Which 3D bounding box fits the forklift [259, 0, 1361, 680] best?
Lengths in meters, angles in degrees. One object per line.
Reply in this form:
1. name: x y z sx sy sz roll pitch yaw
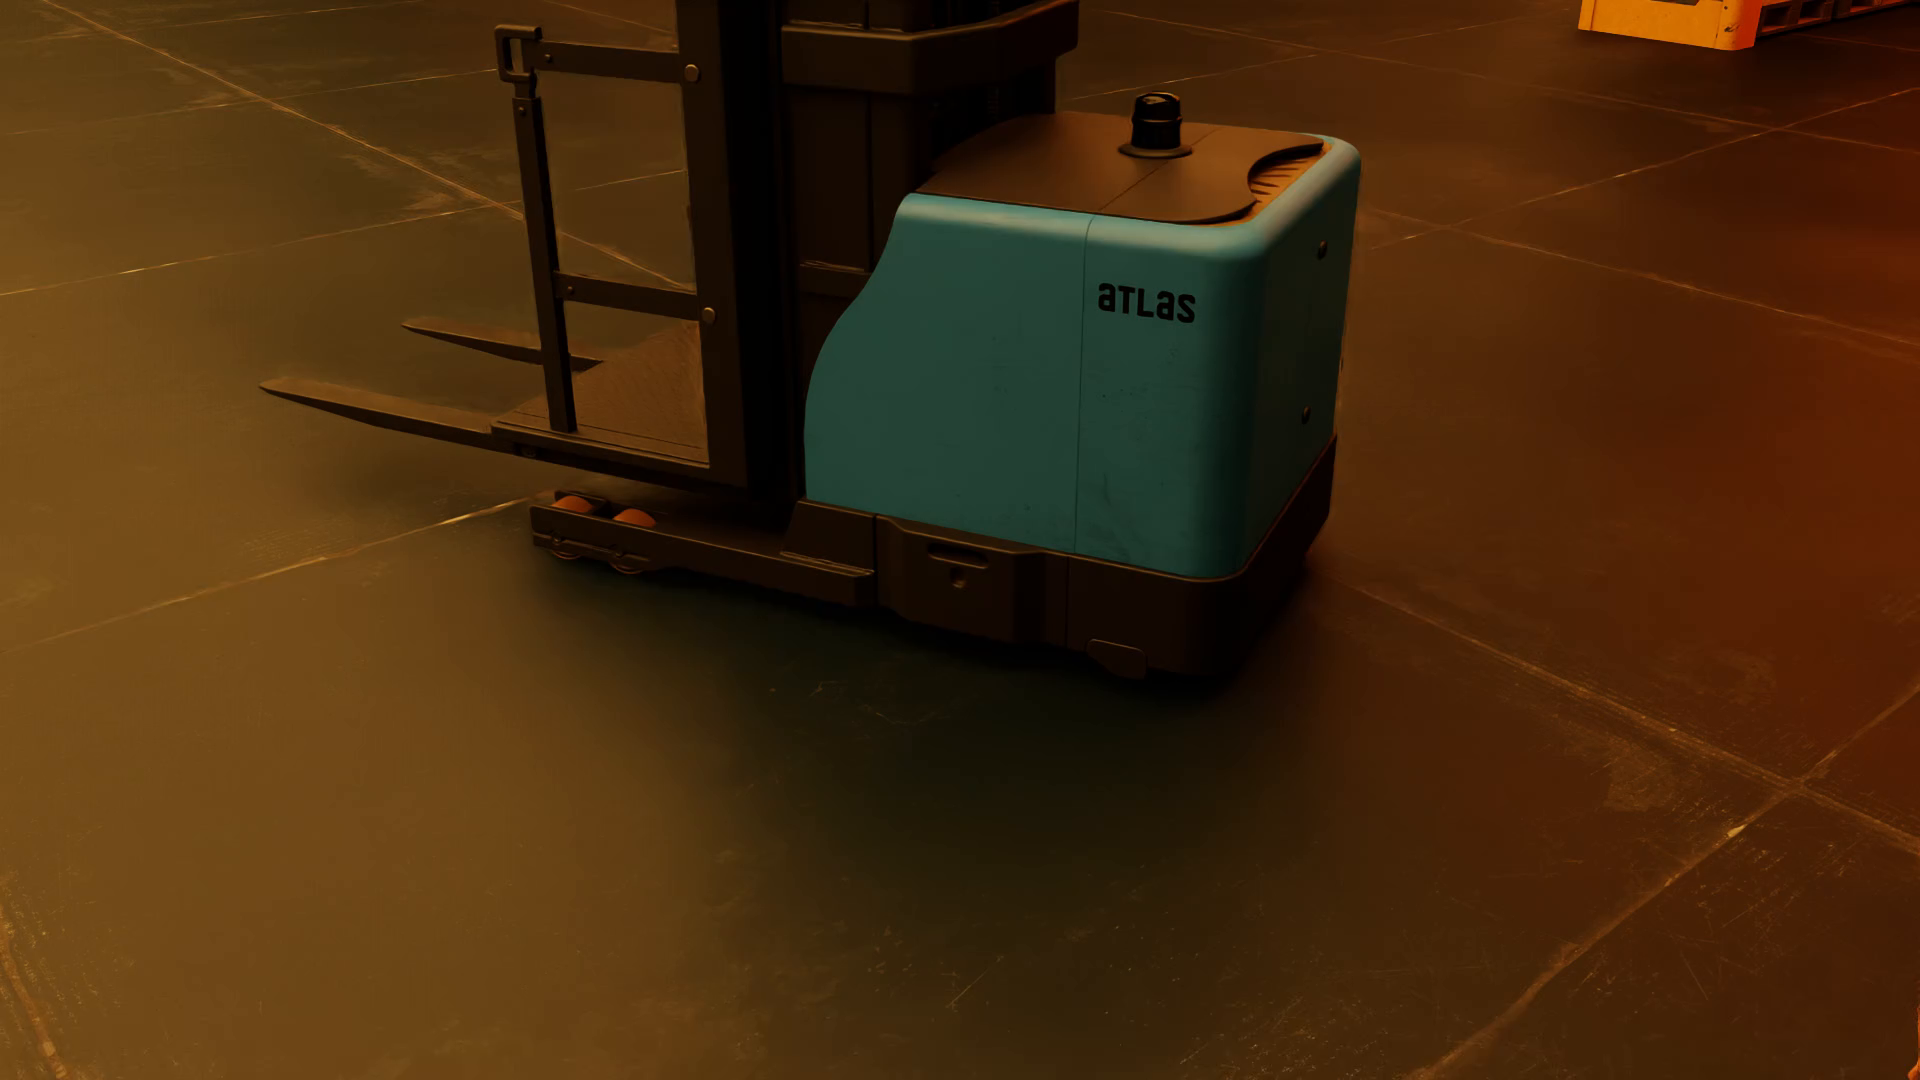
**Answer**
1. forklift: -0.566 -1.422 4.070 3.031 2.935 1.130 12 29 22
